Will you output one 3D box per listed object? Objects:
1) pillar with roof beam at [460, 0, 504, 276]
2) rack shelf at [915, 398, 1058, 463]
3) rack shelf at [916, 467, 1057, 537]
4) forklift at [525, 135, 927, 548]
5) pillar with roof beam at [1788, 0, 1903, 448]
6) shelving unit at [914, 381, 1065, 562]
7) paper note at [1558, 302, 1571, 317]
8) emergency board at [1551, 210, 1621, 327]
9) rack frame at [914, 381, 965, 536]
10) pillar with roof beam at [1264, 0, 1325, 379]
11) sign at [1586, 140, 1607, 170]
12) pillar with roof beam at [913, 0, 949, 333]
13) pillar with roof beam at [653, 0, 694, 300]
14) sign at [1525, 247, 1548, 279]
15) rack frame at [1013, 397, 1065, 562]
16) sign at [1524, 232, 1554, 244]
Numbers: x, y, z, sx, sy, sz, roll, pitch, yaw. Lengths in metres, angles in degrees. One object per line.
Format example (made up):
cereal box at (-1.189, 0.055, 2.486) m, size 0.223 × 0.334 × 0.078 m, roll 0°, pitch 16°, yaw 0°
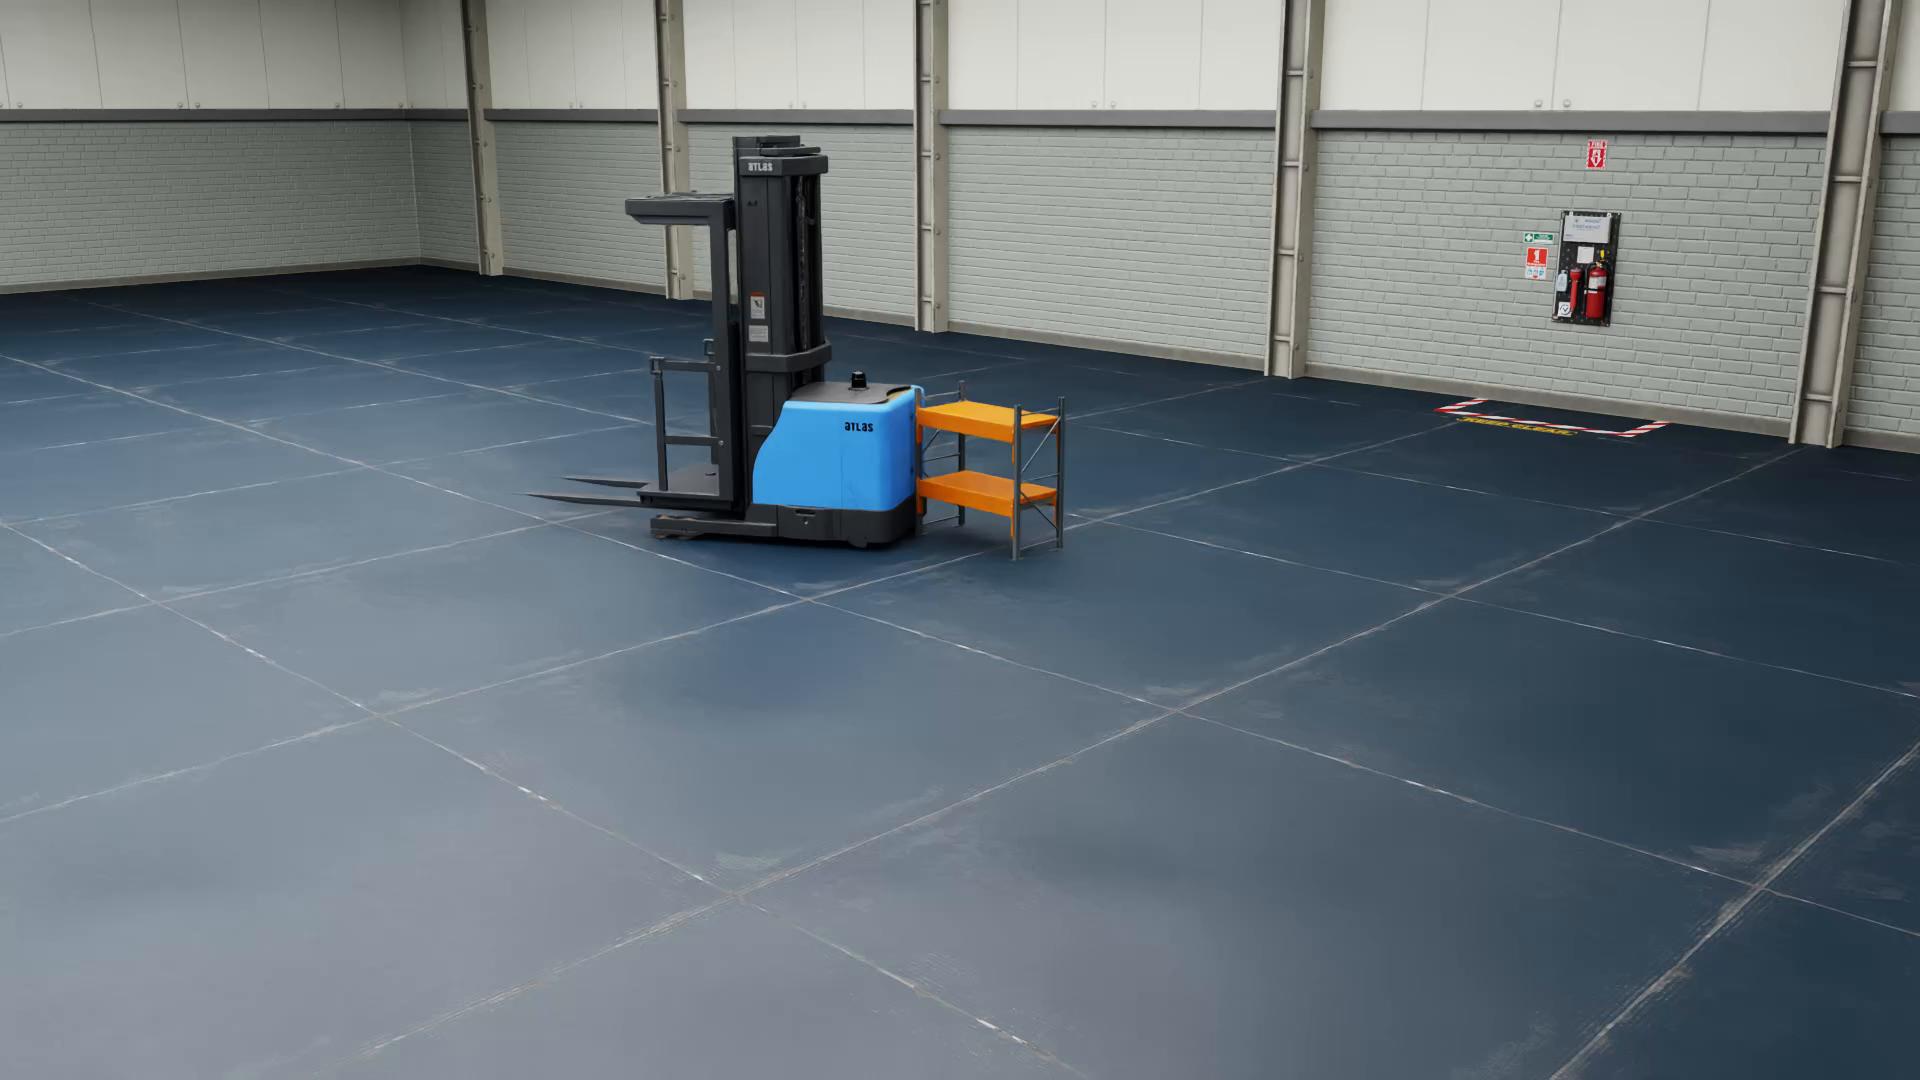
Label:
pillar with roof beam at (-12.032, -8.705, 27.992) m, size 0.400 × 9.000 × 9.100 m, roll 14°, pitch 20°, yaw 42°
rack shelf at (0.209, -0.809, 12.146) m, size 0.538 × 0.278 × 1.000 m, roll -14°, pitch 20°, yaw -43°
rack shelf at (0.209, -0.289, 12.282) m, size 0.538 × 0.278 × 1.000 m, roll -14°, pitch 20°, yaw -43°
forklift at (-1.831, -1.543, 12.542) m, size 3.031 × 2.935 × 1.130 m, roll 4°, pitch 15°, yaw 14°
pillar with roof beam at (5.245, -4.504, 11.872) m, size 0.400 × 9.000 × 9.100 m, roll 14°, pitch 20°, yaw 42°
shelving unit at (0.209, -0.526, 12.220) m, size 0.538 × 1.125 × 1.048 m, roll -14°, pitch 20°, yaw -43°
paper note at (6.401, -2.439, 17.592) m, size 0.142 × 0.148 × 0.016 m, roll 14°, pitch 20°, yaw 42°
emergency board at (6.480, -2.822, 17.314) m, size 0.643 × 1.169 × 0.194 m, roll 14°, pitch 20°, yaw 42°
rack frame at (-0.148, -0.617, 12.570) m, size 0.500 × 1.125 × 0.032 m, roll -14°, pitch 20°, yaw -43°
pillar with roof beam at (0.925, -5.554, 15.902) m, size 0.400 × 9.000 × 9.100 m, roll 14°, pitch 20°, yaw 42°
sign at (6.544, -3.963, 17.096) m, size 0.199 × 0.298 × 0.001 m, roll 14°, pitch 20°, yaw 42°
pillar with roof beam at (-3.394, -6.604, 19.932) m, size 0.400 × 9.000 × 9.100 m, roll 14°, pitch 20°, yaw 42°
pillar with roof beam at (-7.713, -7.654, 23.962) m, size 0.400 × 9.000 × 9.100 m, roll 14°, pitch 20°, yaw 42°
sign at (6.154, -2.955, 17.752) m, size 0.234 × 0.329 × 0.001 m, roll 14°, pitch 20°, yaw 42°
rack frame at (0.565, -0.435, 11.870) m, size 0.500 × 1.125 × 0.032 m, roll -14°, pitch 20°, yaw -43°
sign at (6.151, -3.209, 17.676) m, size 0.331 × 0.109 × 0.001 m, roll 14°, pitch 20°, yaw 42°
